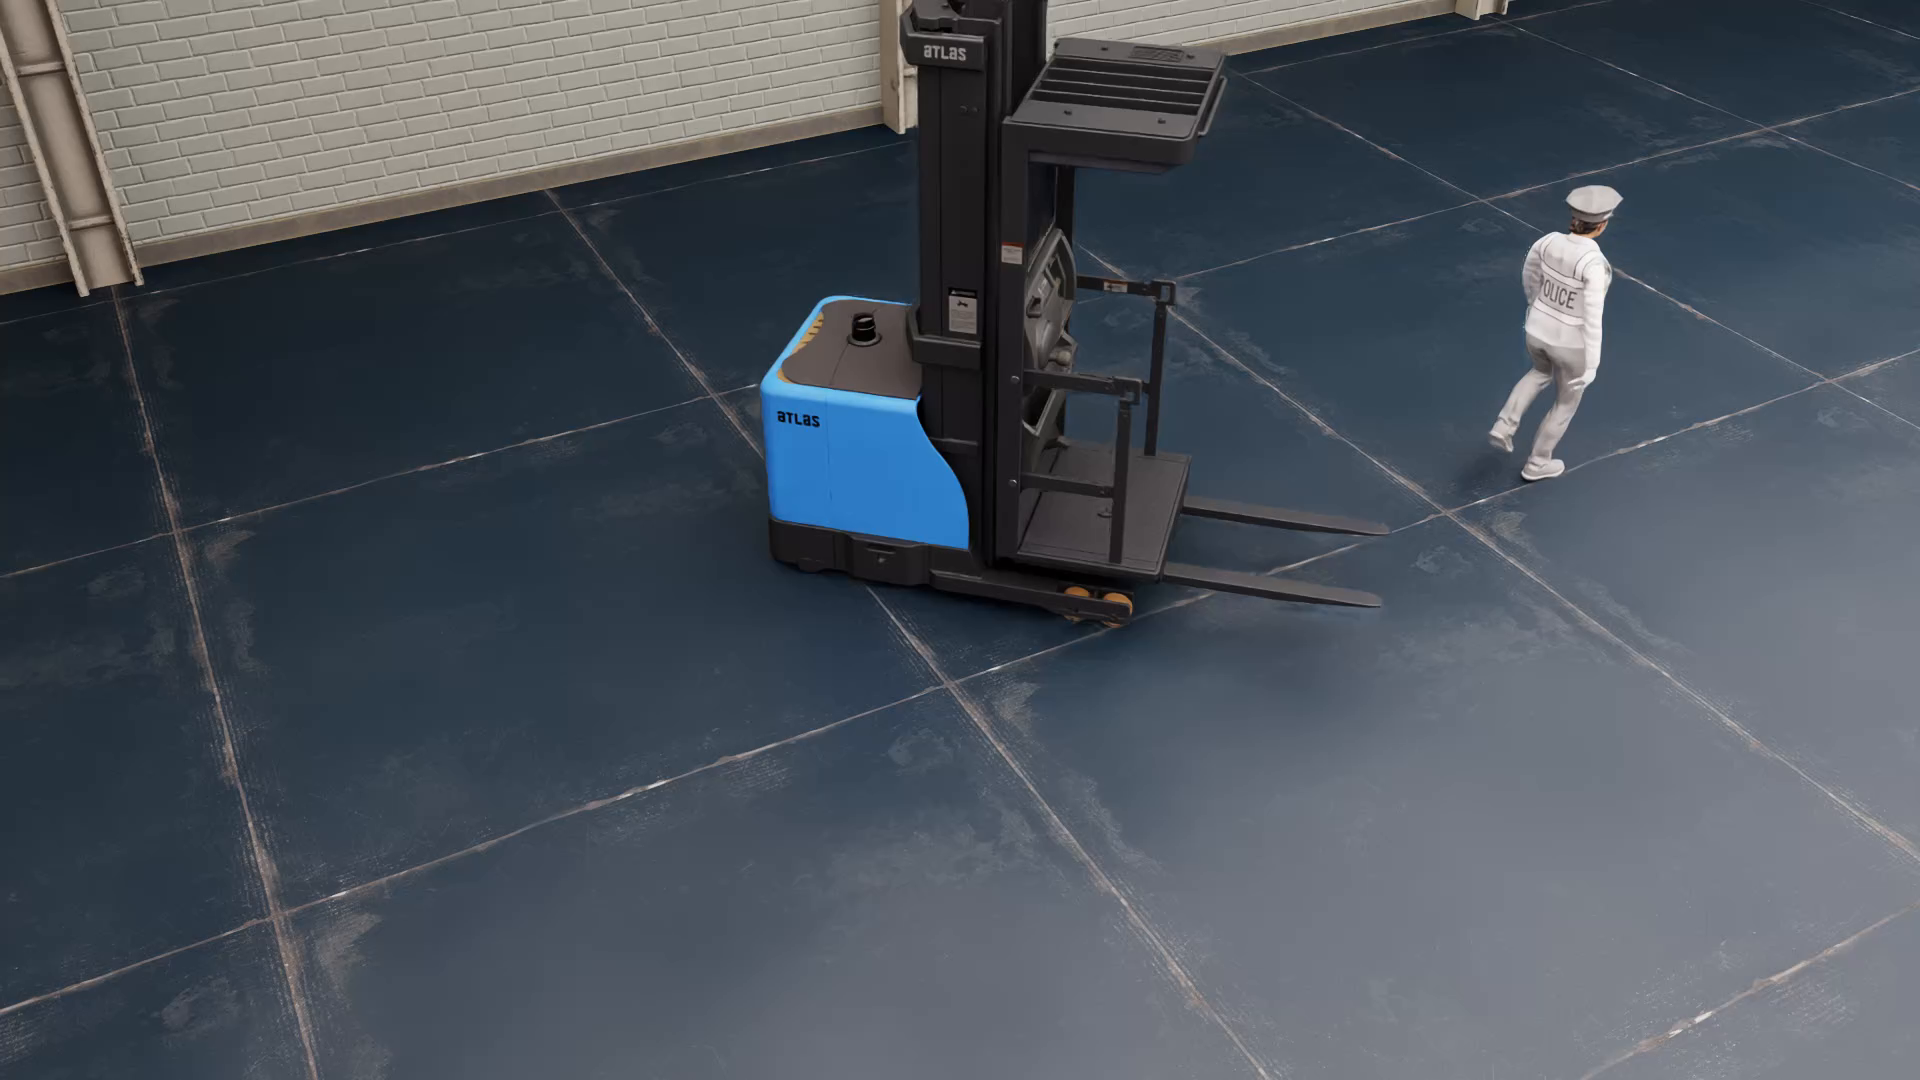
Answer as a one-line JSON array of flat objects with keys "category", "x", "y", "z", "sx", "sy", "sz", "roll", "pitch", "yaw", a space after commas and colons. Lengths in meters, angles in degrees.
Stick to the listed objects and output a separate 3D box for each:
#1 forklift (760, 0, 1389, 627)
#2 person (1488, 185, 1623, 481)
[{"category": "forklift", "x": 0.608, "y": -1.114, "z": 7.699, "sx": 3.031, "sy": 2.935, "sz": 1.130, "roll": 9, "pitch": 36, "yaw": 12}, {"category": "person", "x": 3.159, "y": -1.064, "z": 8.743, "sx": 0.432, "sy": 1.650, "sz": 0.654, "roll": -20, "pitch": 40, "yaw": -25}]
